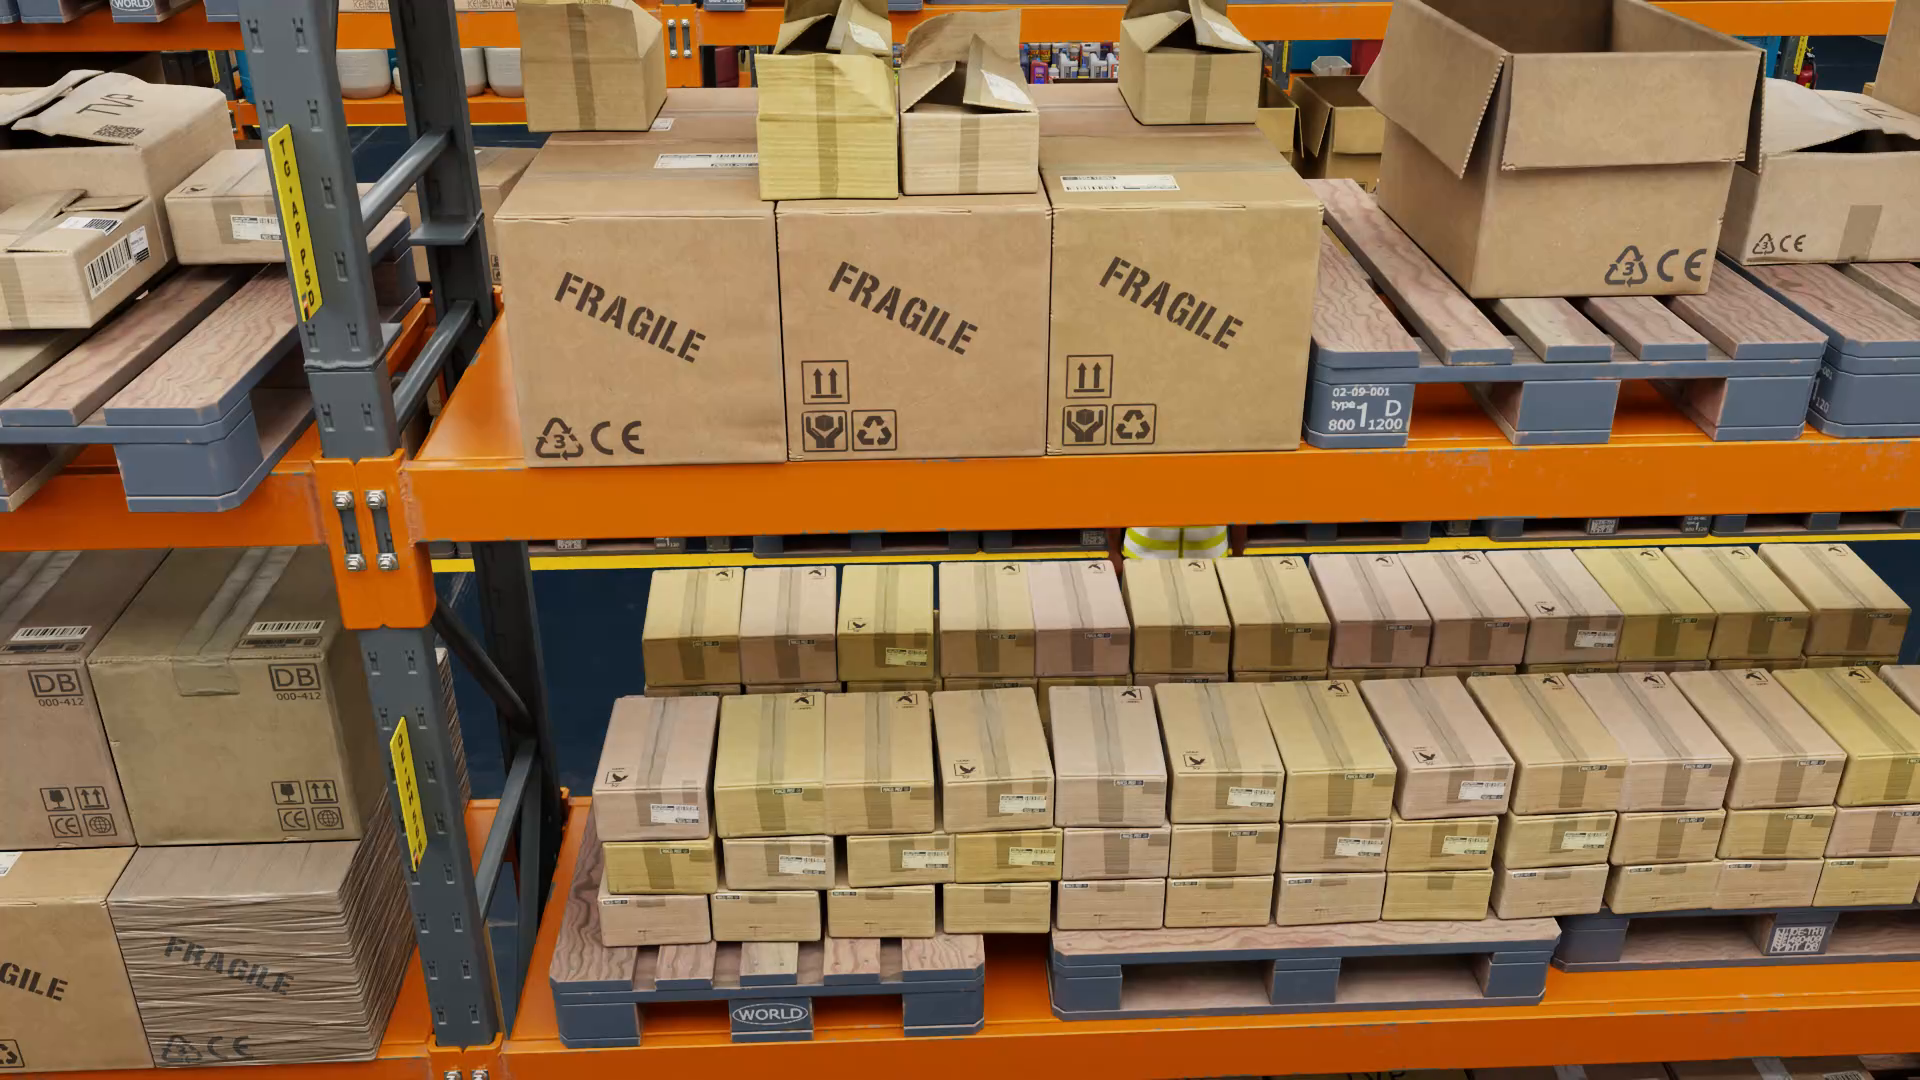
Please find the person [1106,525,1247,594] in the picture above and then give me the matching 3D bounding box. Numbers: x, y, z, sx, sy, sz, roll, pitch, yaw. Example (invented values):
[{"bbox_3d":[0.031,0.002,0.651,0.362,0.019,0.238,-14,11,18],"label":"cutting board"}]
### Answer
[{"bbox_3d":[0.896,0.069,6.920,0.579,1.769,0.348,-1,27,-1],"label":"person"}]
